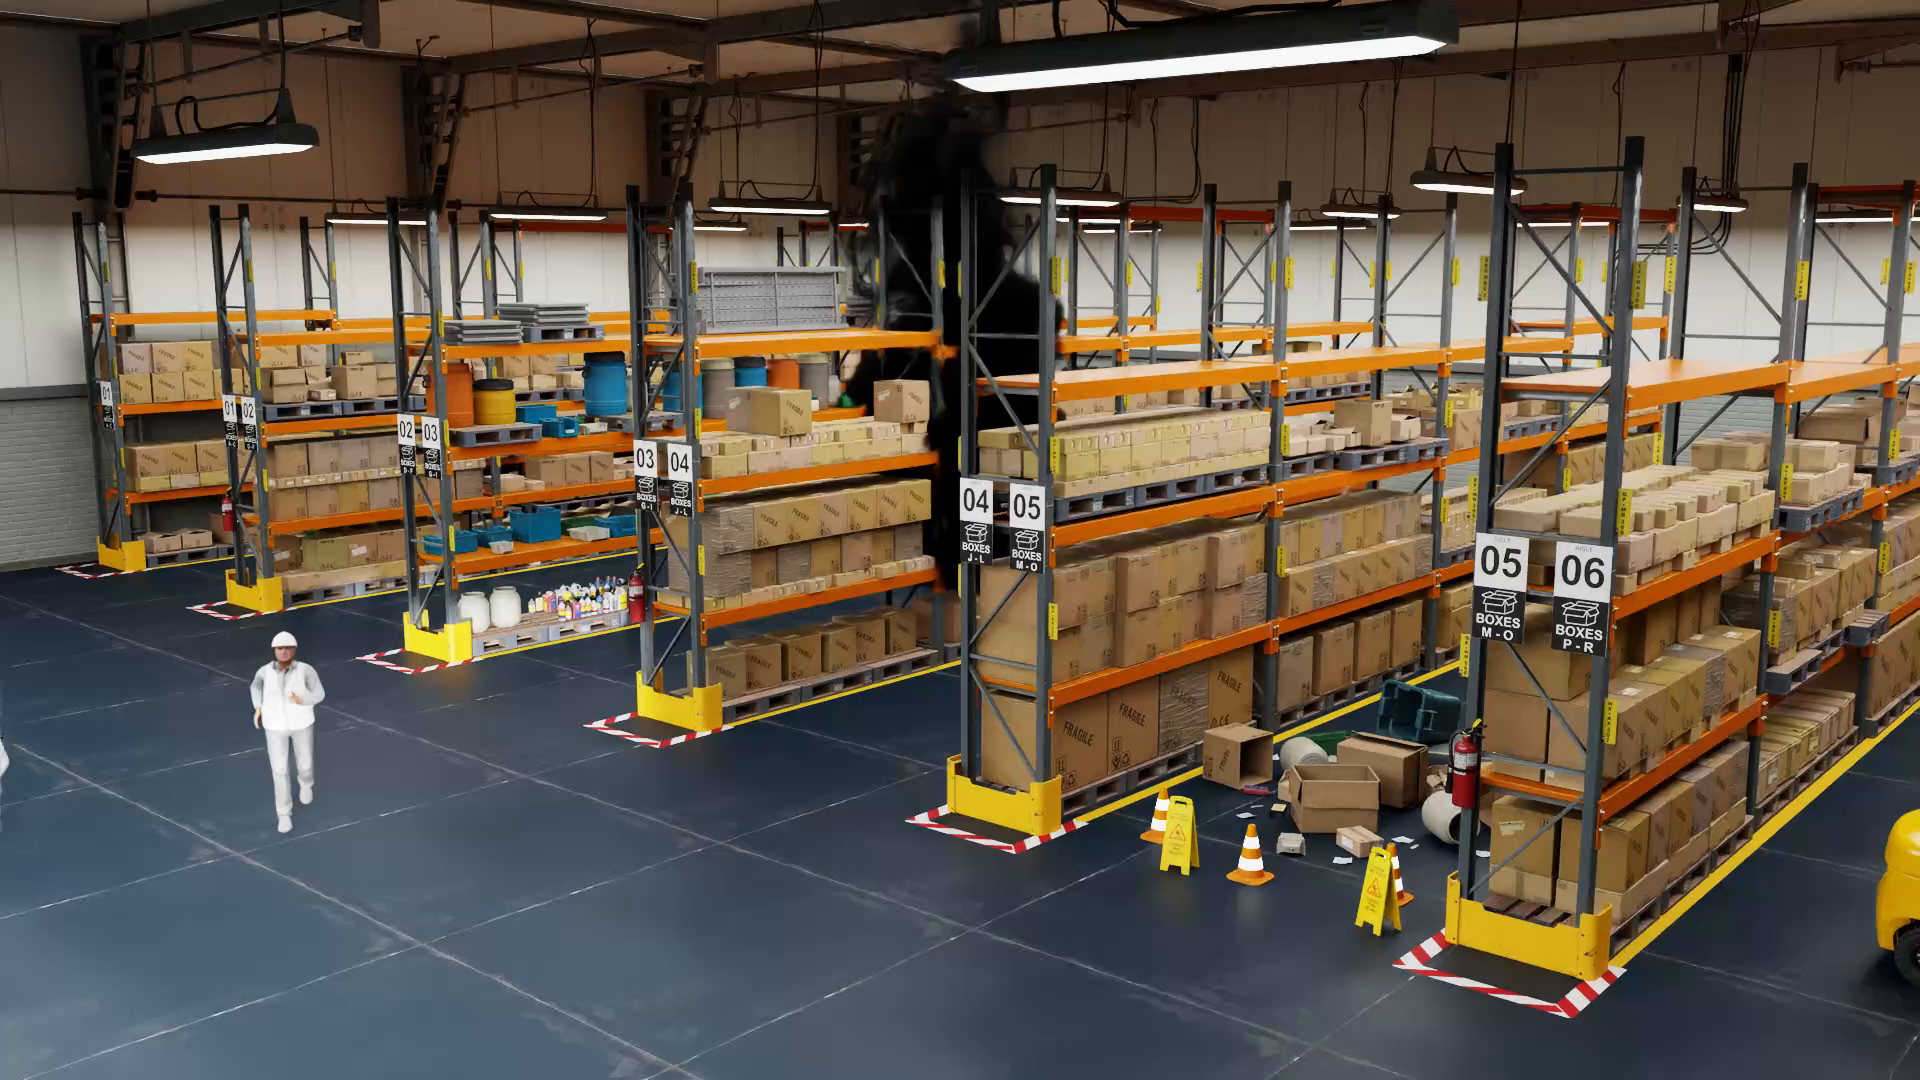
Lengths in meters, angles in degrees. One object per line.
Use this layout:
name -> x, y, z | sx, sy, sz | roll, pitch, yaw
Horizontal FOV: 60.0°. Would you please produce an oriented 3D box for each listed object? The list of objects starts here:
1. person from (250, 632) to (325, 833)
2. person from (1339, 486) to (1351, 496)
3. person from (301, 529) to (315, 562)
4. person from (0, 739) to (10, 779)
person -> -6.228, 1.723, 15.438 | 0.653, 1.760, 0.968 | -3, 10, -19
person -> 6.139, -0.065, 26.647 | 0.661, 1.696, 0.722 | 7, 12, 37
person -> -10.733, -0.280, 27.575 | 0.656, 1.789, 0.956 | 5, 11, 29
person -> -8.012, 2.122, 13.359 | 0.710, 1.733, 0.637 | -6, 11, -31
